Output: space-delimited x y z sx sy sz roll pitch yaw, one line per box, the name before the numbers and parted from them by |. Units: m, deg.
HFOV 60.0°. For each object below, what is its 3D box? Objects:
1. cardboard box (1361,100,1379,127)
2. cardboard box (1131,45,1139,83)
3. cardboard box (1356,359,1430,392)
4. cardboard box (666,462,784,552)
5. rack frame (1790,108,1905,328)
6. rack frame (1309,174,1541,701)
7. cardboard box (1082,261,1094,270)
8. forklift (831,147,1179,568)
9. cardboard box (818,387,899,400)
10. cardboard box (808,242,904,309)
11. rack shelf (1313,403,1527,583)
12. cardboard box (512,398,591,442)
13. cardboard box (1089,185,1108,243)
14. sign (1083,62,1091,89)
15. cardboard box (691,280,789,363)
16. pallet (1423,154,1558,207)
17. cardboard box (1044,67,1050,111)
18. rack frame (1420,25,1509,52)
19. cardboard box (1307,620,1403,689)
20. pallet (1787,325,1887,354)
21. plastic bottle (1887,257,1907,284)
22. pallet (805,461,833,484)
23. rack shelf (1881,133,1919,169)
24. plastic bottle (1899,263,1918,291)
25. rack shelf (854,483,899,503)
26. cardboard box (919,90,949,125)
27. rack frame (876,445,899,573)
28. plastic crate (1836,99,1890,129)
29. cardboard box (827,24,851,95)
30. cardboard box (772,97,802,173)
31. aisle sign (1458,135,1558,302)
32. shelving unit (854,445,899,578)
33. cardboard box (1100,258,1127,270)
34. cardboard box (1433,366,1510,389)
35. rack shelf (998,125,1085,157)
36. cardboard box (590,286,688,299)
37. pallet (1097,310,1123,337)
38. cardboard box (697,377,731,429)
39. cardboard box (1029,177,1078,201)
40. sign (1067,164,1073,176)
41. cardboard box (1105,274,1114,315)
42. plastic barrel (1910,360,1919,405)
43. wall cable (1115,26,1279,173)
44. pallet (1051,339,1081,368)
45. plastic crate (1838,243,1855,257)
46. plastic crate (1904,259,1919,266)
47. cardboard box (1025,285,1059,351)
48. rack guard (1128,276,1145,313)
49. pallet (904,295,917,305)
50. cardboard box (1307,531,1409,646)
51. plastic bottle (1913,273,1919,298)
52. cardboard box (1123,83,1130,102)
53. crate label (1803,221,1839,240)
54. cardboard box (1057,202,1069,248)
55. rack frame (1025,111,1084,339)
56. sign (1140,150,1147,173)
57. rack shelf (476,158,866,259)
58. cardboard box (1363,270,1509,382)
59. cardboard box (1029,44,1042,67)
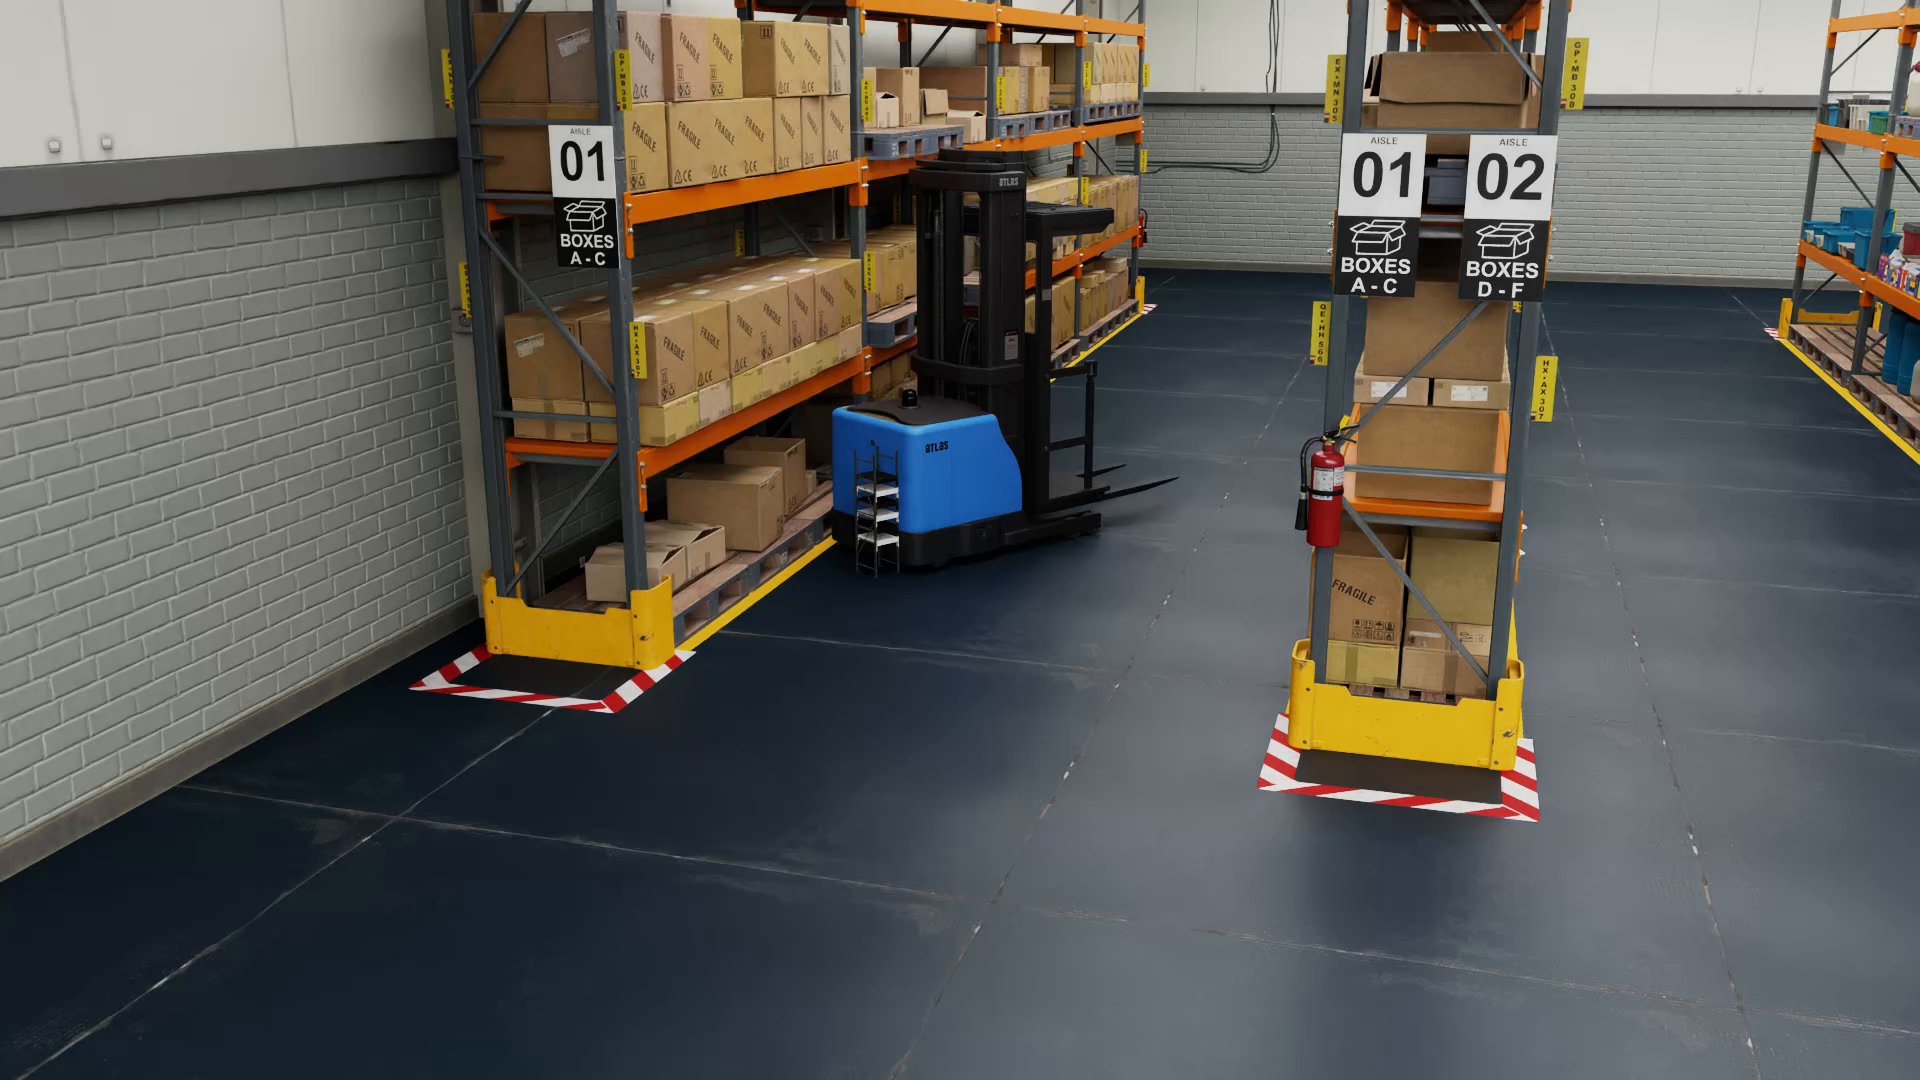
cardboard box | 2.440 -2.302 9.199 0.500 0.250 0.500 5 16 16
cardboard box | 2.215 -6.678 23.327 0.500 0.500 0.500 5 16 16
cardboard box | 2.364 -0.883 9.074 0.380 0.149 0.250 5 17 17
cardboard box | -1.684 -0.243 11.964 0.700 0.500 0.500 4 16 12
rack frame | 11.660 -4.141 21.930 1.000 3.000 0.127 5 16 16
rack frame | 2.365 -0.340 8.530 1.000 3.000 0.127 5 16 16
cardboard box | 1.688 -3.880 23.633 0.380 0.149 0.250 5 17 16
forklift | 0.472 -1.522 12.823 3.031 2.935 1.130 -13 21 -39
cardboard box | -0.957 -1.111 15.025 0.700 0.500 0.500 4 16 15
cardboard box | -0.905 -2.305 14.470 0.700 0.500 0.500 6 17 22
rack shelf | 2.934 -0.517 10.473 1.077 0.370 4.000 5 16 16
cardboard box | -2.438 -0.798 10.383 0.500 0.250 0.500 5 17 17
cardboard box | 1.407 -4.338 22.076 0.980 0.700 0.700 4 16 14
sign | 1.548 -5.666 20.287 0.100 0.325 0.005 5 16 16
cardboard box | -1.523 -1.522 11.562 0.500 0.500 0.500 5 17 18
pallet | 2.591 -1.923 8.778 1.003 0.211 1.213 5 16 16
cardboard box | 0.670 -5.343 19.685 0.700 0.500 0.500 4 16 13
rack frame | 5.775 -6.365 18.780 1.000 3.000 0.127 5 16 16
cardboard box | 2.234 0.618 9.423 0.500 0.250 0.500 5 16 16
pallet | 11.389 -2.586 21.561 1.003 0.211 1.213 5 16 16
plastic bottle | 9.923 -2.847 17.597 0.152 0.276 0.135 5 16 16
pallet | -1.029 -0.632 14.669 1.003 0.211 1.213 5 16 16
rack shelf | 9.955 -3.668 16.085 1.077 0.370 4.000 5 16 16
plastic bottle | 9.764 -2.701 17.081 0.152 0.276 0.135 5 16 16
rack shelf | -0.595 -0.343 11.853 0.200 0.077 0.258 -13 21 -39
cardboard box | -0.569 -3.986 15.663 0.797 0.503 0.637 7 17 24
rack frame | -0.518 -0.220 11.957 0.006 0.900 0.240 -13 21 -39
plastic crate | 10.963 -5.175 20.195 0.504 0.338 0.767 5 16 16
cardboard box | -1.131 -3.599 12.472 0.500 0.500 0.500 3 16 11
cardboard box | -1.432 -2.840 11.627 0.500 0.500 0.500 4 16 14
aisle sign | 2.640 -1.549 8.031 0.394 0.787 0.004 5 16 16
shelving unit | -0.595 -0.202 11.893 0.210 0.900 0.258 -13 21 -39
cardboard box | 2.197 -3.982 23.993 0.380 0.149 0.250 4 16 15
cardboard box | 2.756 -0.855 8.975 0.380 0.149 0.250 4 16 14
rack shelf | 0.457 -4.436 18.793 1.077 0.370 4.000 5 16 16
cardboard box | -2.160 -1.427 11.229 0.500 0.500 0.500 4 16 14
pallet | 1.661 -3.034 23.139 1.003 0.211 1.213 5 16 16
cardboard box | -1.808 -0.900 10.745 0.500 0.250 0.500 4 16 14
cardboard box | 1.137 -4.282 20.289 0.500 0.250 0.500 5 17 17
sign | 1.631 -5.408 24.667 0.100 0.325 0.005 5 16 16
cardboard box | 1.774 -3.455 23.324 0.700 0.500 0.500 4 16 14
plastic barrel | 9.905 -1.632 16.876 0.421 0.512 0.421 0 16 0
wall cable | 4.112 -7.753 29.363 3.097 2.526 0.112 5 16 16
pallet | 0.878 -2.313 20.598 1.003 0.211 1.213 5 16 16
plastic crate | 10.730 -3.475 19.957 0.293 0.136 0.466 5 16 16
plastic crate | 10.793 -3.107 18.659 0.396 0.136 0.243 5 16 16
cardboard box | 0.715 -2.617 19.730 0.750 0.750 0.750 5 17 18
rack guard | 2.169 -3.713 25.002 1.175 0.500 0.348 5 16 16
pallet | -0.635 -2.202 15.449 1.003 0.211 1.213 5 16 16
cardboard box | 2.232 0.257 9.321 0.500 0.500 0.500 5 16 16
plastic bottle | 9.593 -2.583 16.531 0.144 0.351 0.185 5 16 16
cardboard box | 2.061 -6.181 22.951 0.500 0.250 0.500 4 16 14
crate label | 11.274 -4.050 21.807 0.416 0.233 0.303 5 16 16
cardboard box | 1.000 -3.789 19.924 0.500 0.500 0.500 5 17 16
rack frame | 1.025 -3.862 20.949 1.000 3.000 0.127 5 16 16
sign | 2.678 -5.534 24.287 0.100 0.325 0.005 5 16 16
rack shelf | -1.817 -2.343 11.414 1.077 0.370 4.000 5 16 16
cardboard box | 2.525 -1.147 8.815 0.700 0.500 0.500 5 16 16
cardboard box | 0.649 -5.706 19.588 0.500 0.250 0.500 6 17 20
